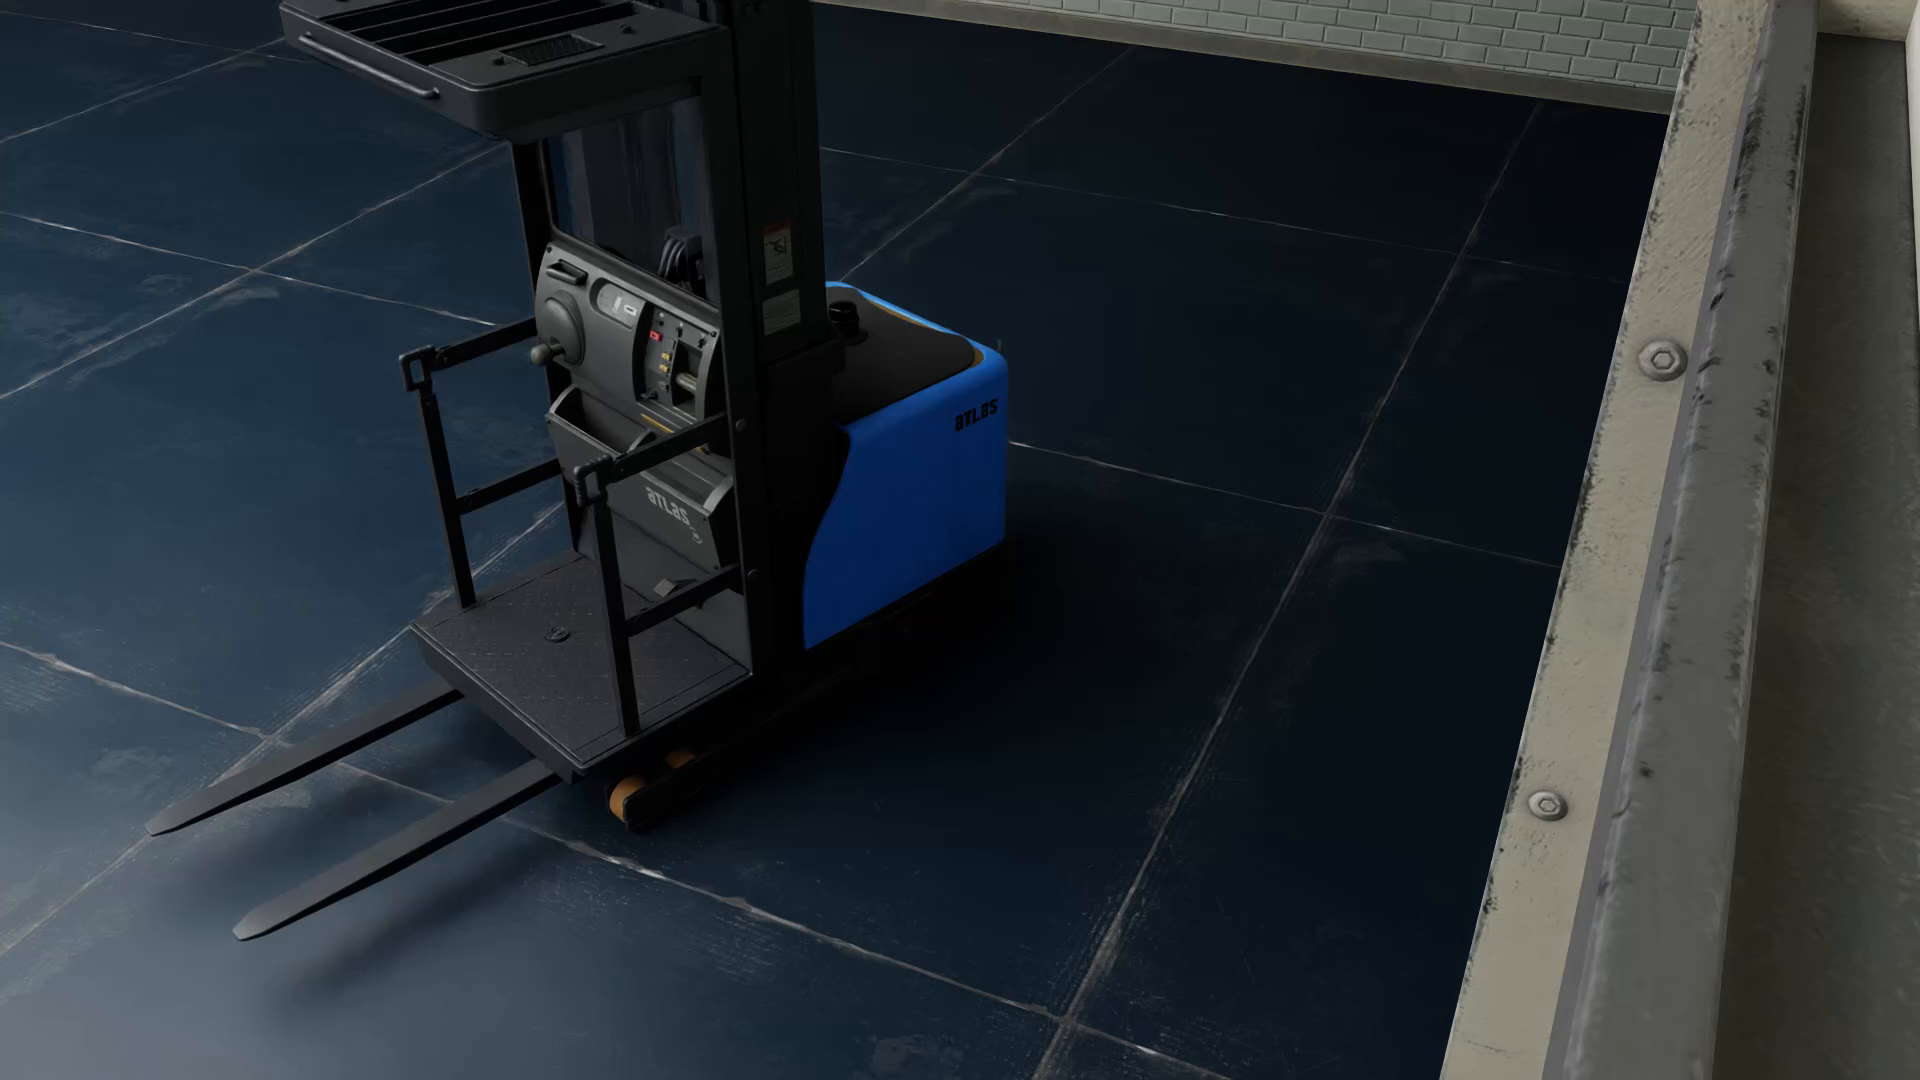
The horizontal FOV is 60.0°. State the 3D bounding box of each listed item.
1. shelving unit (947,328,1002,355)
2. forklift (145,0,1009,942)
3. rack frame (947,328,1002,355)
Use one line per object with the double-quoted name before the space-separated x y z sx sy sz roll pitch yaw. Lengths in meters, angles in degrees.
"shelving unit" 0.009 -0.377 6.653 0.258 0.900 0.210 16 37 23
"forklift" -1.213 -0.608 5.154 3.031 2.935 1.130 -28 43 -36
"rack frame" 0.057 -0.426 6.728 0.240 0.900 0.006 16 37 23
